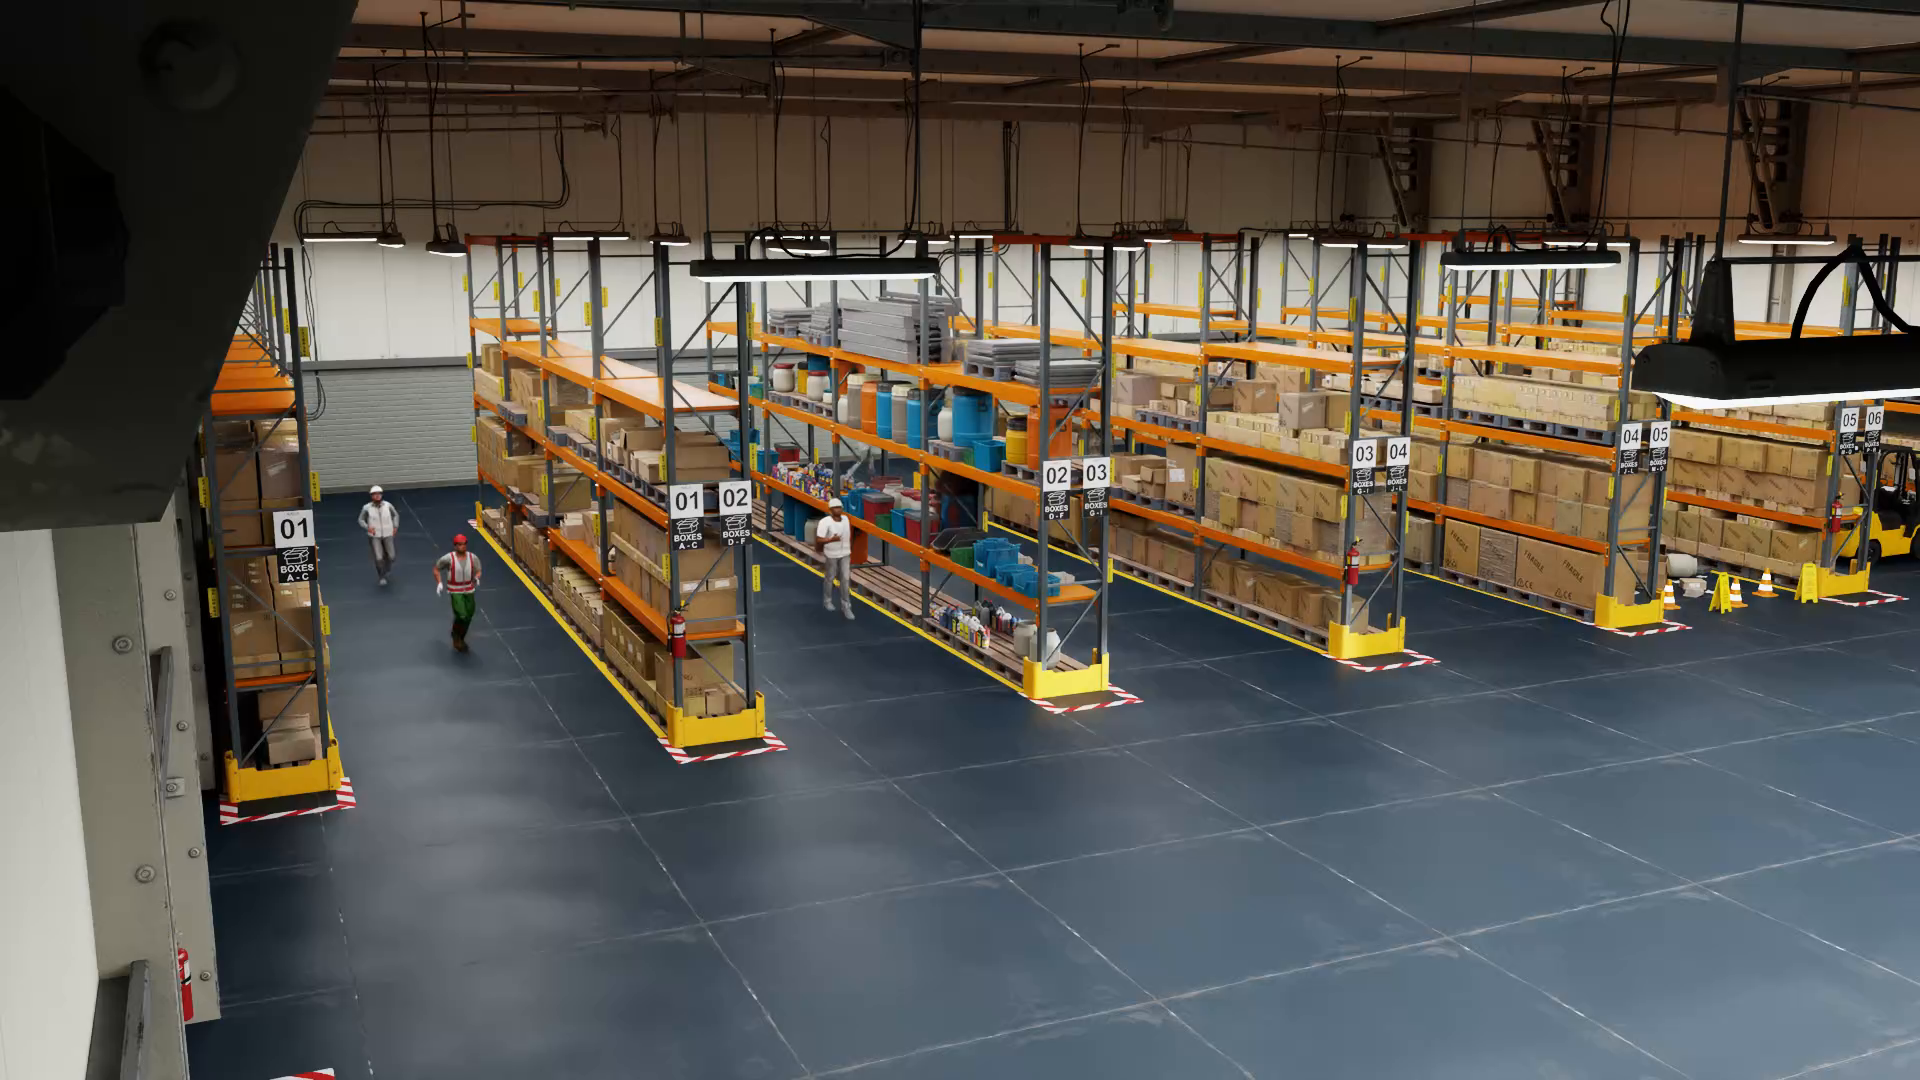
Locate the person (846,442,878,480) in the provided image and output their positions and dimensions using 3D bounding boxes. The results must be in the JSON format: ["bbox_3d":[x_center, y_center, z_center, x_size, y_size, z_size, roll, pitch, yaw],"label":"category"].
[{"bbox_3d":[-2.307,-2.180,40.058,0.876,1.603,0.540,0,11,-2],"label":"person"}]

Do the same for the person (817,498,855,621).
[{"bbox_3d":[-1.883,0.279,25.530,0.677,1.853,0.712,-6,13,-29],"label":"person"}]

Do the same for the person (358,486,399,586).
[{"bbox_3d":[-10.146,-0.089,29.094,0.700,1.729,0.583,-6,13,-30],"label":"person"}]

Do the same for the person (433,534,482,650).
[{"bbox_3d":[-7.317,0.776,24.431,0.650,1.739,0.739,-9,14,-38],"label":"person"}]
